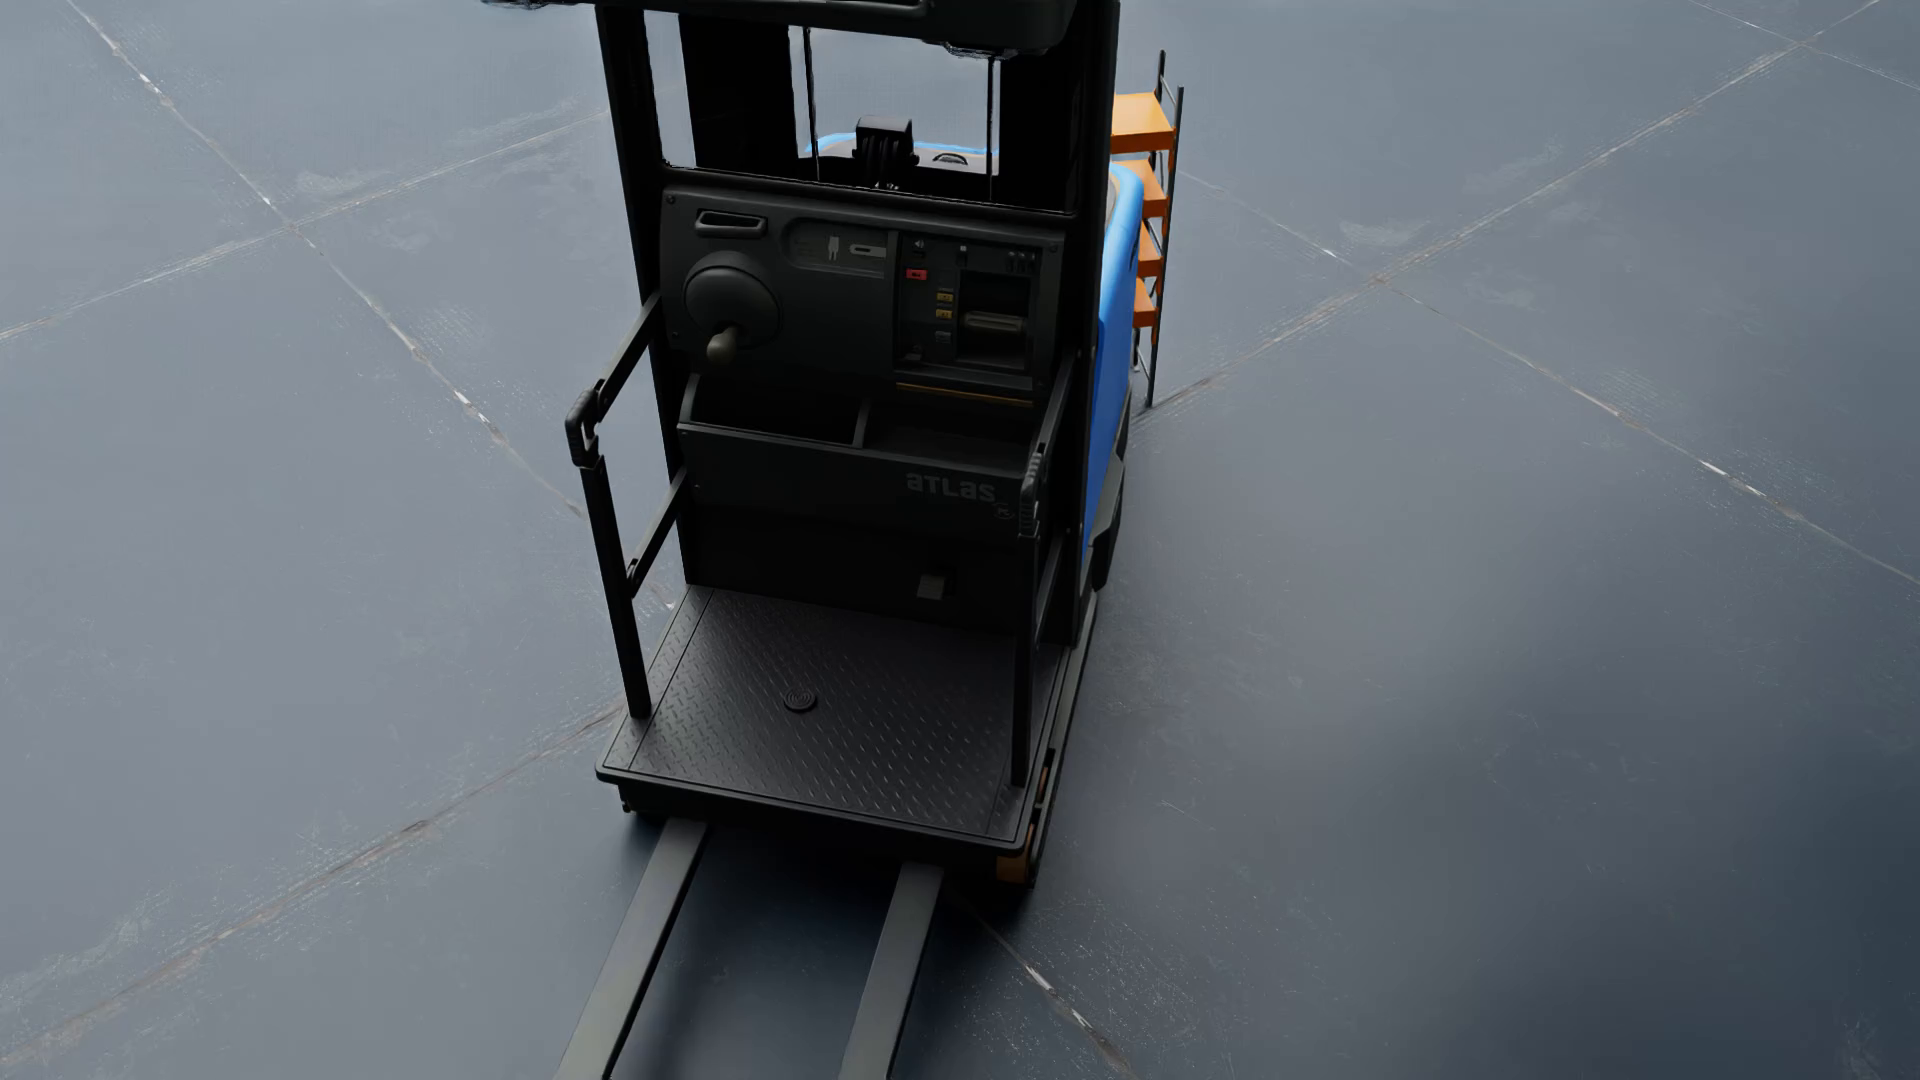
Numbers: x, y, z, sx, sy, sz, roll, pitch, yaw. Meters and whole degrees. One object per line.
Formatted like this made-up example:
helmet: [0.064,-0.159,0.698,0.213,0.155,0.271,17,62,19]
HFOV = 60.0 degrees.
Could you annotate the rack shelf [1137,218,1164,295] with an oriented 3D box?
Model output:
rack shelf: [0.397,-0.911,5.441,0.480,0.148,0.258,-6,44,-7]

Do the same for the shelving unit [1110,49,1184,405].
shelving unit: [0.397,-0.960,5.395,0.503,1.200,0.258,-6,44,-7]

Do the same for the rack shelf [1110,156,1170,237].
rack shelf: [0.397,-1.074,5.288,0.480,0.148,0.258,-6,44,-7]

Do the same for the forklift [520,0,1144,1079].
forklift: [-0.277,-0.471,3.610,1.130,2.935,3.031,9,44,9]

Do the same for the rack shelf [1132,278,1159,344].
rack shelf: [0.397,-0.766,5.577,0.480,0.148,0.258,-6,44,-7]

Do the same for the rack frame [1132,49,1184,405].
rack frame: [0.638,-0.987,5.424,0.015,1.200,0.240,-6,44,-7]

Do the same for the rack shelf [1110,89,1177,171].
rack shelf: [0.397,-1.246,5.126,0.480,0.148,0.258,-6,44,-7]
